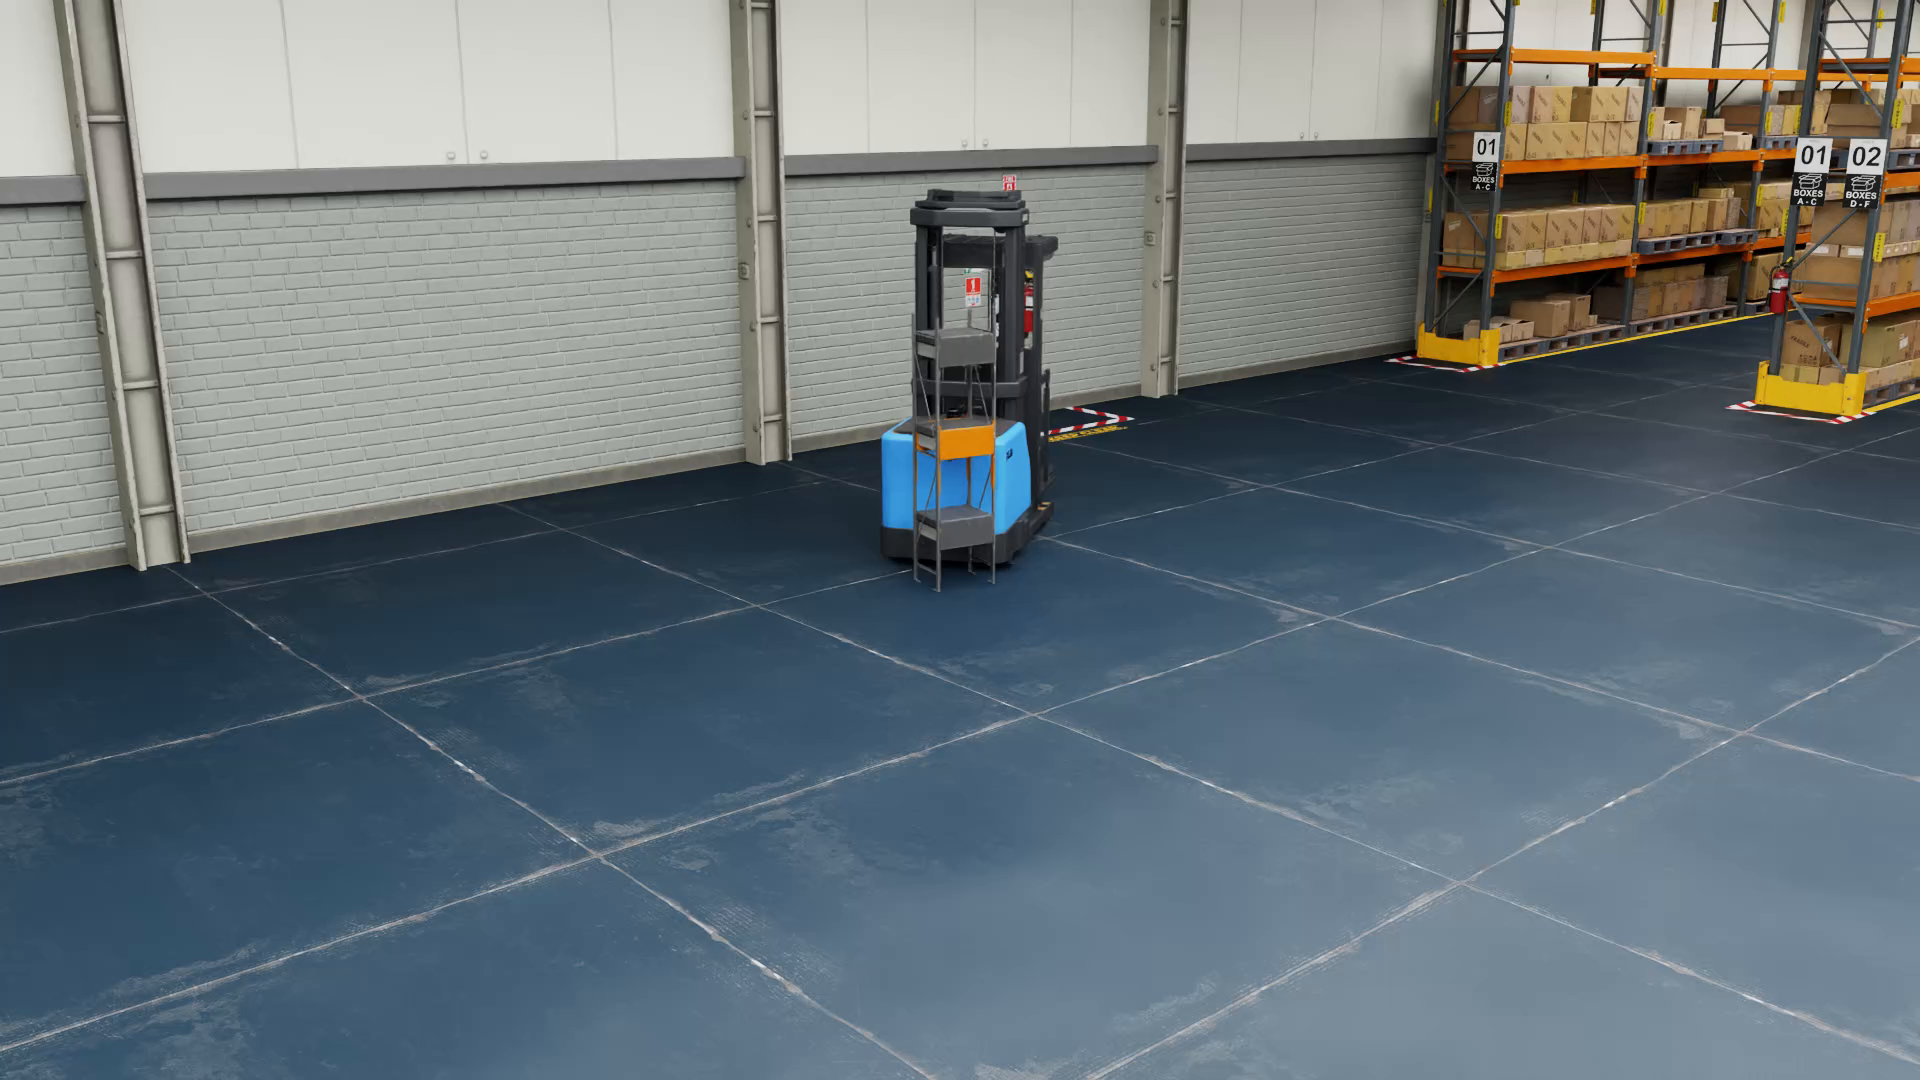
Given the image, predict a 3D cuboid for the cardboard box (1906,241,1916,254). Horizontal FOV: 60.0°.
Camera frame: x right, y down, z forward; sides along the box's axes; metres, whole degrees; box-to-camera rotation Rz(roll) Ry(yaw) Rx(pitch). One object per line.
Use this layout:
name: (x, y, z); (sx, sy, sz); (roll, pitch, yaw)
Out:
cardboard box: (11.562, -3.625, 20.557); (0.250, 0.149, 0.380); (-14, 20, -41)

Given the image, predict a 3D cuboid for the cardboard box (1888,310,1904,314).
cardboard box: (12.055, -2.791, 21.946); (0.500, 0.500, 0.500); (-13, 19, -39)

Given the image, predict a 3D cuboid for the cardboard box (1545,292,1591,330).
cardboard box: (9.353, -3.526, 25.629); (0.500, 0.500, 0.500); (14, 21, 43)

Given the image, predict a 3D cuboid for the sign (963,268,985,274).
sign: (0.161, -3.085, 18.892); (0.331, 0.109, 0.001); (-13, 19, -39)

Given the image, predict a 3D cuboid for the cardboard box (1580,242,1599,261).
cardboard box: (9.201, -4.332, 24.906); (0.500, 0.250, 0.500); (-13, 20, -40)

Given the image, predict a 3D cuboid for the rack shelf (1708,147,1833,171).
rack shelf: (14.636, -6.823, 29.562); (4.000, 0.370, 1.077); (-13, 19, -39)

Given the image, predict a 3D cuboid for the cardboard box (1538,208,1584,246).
cardboard box: (8.805, -4.607, 24.483); (0.500, 0.500, 0.500); (-12, 19, -38)

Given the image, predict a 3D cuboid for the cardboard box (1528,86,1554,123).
cardboard box: (7.954, -6.110, 23.331); (0.500, 0.500, 0.500); (-13, 20, -40)

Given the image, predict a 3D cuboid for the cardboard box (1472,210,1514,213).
cardboard box: (7.695, -4.531, 24.200); (0.500, 0.500, 0.500); (-12, 19, -39)

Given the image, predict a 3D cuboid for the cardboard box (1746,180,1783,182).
cardboard box: (14.465, -6.333, 29.886); (0.500, 0.250, 0.500); (-13, 20, -41)

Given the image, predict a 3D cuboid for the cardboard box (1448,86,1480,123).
cardboard box: (7.246, -6.141, 23.446); (0.500, 0.500, 0.500); (-12, 19, -37)

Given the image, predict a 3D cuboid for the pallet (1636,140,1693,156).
pallet: (10.645, -6.147, 26.002); (1.003, 0.211, 1.213); (-13, 19, -39)

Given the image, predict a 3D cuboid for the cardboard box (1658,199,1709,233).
cardboard box: (11.854, -5.346, 27.406); (0.500, 0.500, 0.700); (-13, 19, -39)

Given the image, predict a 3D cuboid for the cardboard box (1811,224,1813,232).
cardboard box: (15.287, -5.669, 30.108); (0.250, 0.149, 0.380); (-13, 19, -39)

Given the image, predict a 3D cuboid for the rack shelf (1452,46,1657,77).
rack shelf: (8.601, -6.915, 24.101); (4.000, 0.370, 1.077); (-13, 19, -39)

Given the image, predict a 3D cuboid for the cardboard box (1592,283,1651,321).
cardboard box: (10.654, -3.838, 26.796); (0.500, 0.500, 0.700); (-12, 19, -38)

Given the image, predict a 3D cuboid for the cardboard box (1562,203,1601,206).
cardboard box: (9.618, -4.965, 25.825); (0.500, 0.500, 0.500); (-13, 20, -41)

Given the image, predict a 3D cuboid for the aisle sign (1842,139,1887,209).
aisle sign: (10.498, -4.249, 19.306); (0.004, 0.787, 0.394); (-13, 19, -39)

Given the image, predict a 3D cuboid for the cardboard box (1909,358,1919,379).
cardboard box: (12.030, -2.239, 21.335); (0.500, 0.250, 0.500); (-13, 19, -39)

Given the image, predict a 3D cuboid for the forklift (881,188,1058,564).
forklift: (0.223, -1.564, 14.425); (1.130, 2.935, 3.031); (4, 15, 14)

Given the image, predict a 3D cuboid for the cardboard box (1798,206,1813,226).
cardboard box: (14.826, -5.877, 29.630); (0.500, 0.500, 0.500); (-12, 19, -38)

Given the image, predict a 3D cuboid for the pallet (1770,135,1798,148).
pallet: (14.420, -7.050, 29.383); (1.213, 0.211, 1.003); (-12, 19, -37)

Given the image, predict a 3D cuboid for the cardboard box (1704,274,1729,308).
cardboard box: (12.618, -4.255, 28.359); (0.500, 0.500, 0.700); (-12, 19, -39)

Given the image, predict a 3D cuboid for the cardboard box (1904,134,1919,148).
cardboard box: (11.350, -4.827, 20.097); (0.250, 0.149, 0.380); (-13, 19, -39)

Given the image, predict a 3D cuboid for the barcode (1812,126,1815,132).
barcode: (10.258, -4.938, 19.987); (0.075, 0.075, 0.001); (-13, 19, -39)

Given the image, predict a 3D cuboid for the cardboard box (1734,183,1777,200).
cardboard box: (13.661, -5.978, 28.555); (0.500, 0.250, 0.500); (-12, 19, -38)

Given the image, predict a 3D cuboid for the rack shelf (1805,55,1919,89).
rack shelf: (11.856, -5.760, 20.545); (4.000, 0.370, 1.077); (-13, 19, -39)

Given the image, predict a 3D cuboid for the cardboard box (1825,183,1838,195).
cardboard box: (15.568, -6.410, 30.174); (0.500, 0.250, 0.500); (-12, 19, -38)

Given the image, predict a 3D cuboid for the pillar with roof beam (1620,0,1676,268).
pillar with roof beam: (14.405, -7.391, 24.482); (0.400, 9.000, 9.100); (-13, 19, -39)

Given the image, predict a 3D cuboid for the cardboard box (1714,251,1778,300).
cardboard box: (13.768, -4.646, 29.182); (0.750, 0.750, 0.750); (-13, 20, -40)

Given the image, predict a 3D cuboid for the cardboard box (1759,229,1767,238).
cardboard box: (13.724, -5.322, 28.811); (0.250, 0.149, 0.380); (-12, 19, -39)

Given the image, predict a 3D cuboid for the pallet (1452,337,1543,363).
pallet: (7.786, -2.824, 24.412); (1.213, 0.211, 1.003); (-13, 19, -39)

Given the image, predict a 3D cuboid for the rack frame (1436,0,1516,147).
rack frame: (7.092, -6.926, 22.740); (0.127, 3.000, 1.000); (-13, 19, -39)

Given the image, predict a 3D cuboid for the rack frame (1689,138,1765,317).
rack frame: (13.127, -5.382, 28.588); (0.127, 3.000, 1.000); (-13, 19, -39)

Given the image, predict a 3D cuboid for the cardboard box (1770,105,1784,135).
cardboard box: (13.821, -7.286, 28.855); (0.500, 0.500, 0.700); (-14, 20, -42)

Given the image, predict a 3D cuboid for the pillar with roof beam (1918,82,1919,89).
pillar with roof beam: (23.457, -9.424, 32.092); (0.400, 9.000, 9.100); (-13, 19, -39)

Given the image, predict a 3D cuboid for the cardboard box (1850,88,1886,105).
cardboard box: (16.867, -8.116, 30.841); (0.500, 0.500, 0.500); (-13, 20, -40)

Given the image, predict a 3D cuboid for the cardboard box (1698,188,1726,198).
cardboard box: (12.654, -5.835, 27.979); (0.380, 0.149, 0.250); (12, 19, 38)

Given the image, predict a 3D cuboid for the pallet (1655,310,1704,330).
pallet: (11.617, -3.697, 27.683); (1.213, 0.211, 1.003); (-13, 19, -39)

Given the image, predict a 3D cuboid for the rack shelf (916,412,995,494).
rack shelf: (-0.047, -0.670, 12.741); (0.480, 0.518, 0.431); (-8, 17, -29)

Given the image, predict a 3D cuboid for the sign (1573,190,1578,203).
sign: (9.743, -5.372, 26.304); (0.005, 0.325, 0.100); (-13, 19, -39)

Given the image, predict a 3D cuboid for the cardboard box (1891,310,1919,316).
cardboard box: (12.399, -2.689, 21.565); (0.500, 0.500, 0.500); (-13, 19, -39)

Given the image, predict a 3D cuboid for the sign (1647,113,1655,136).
sign: (10.472, -6.299, 25.206); (0.005, 0.325, 0.100); (-13, 19, -39)

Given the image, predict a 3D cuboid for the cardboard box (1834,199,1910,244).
cardboard box: (11.141, -3.914, 20.383); (0.500, 0.500, 0.700); (-13, 20, -41)

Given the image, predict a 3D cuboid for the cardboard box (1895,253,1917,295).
cardboard box: (11.479, -3.361, 20.827); (0.500, 0.500, 0.700); (-12, 19, -39)

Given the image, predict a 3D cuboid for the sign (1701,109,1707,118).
sign: (12.769, -7.229, 28.533); (0.005, 0.325, 0.100); (-13, 19, -39)

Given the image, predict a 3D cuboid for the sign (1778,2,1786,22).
sign: (13.491, -8.666, 27.293); (0.005, 0.325, 0.100); (-13, 19, -39)

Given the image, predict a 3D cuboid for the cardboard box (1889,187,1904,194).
cardboard box: (17.661, -6.541, 32.345); (0.700, 0.700, 0.980); (-14, 20, -42)

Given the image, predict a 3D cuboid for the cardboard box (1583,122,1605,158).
cardboard box: (9.108, -5.894, 24.457); (0.500, 0.500, 0.500); (-14, 20, -41)

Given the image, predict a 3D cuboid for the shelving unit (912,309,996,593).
shelving unit: (-0.047, -0.683, 12.737); (0.503, 2.100, 0.431); (-8, 17, -29)
